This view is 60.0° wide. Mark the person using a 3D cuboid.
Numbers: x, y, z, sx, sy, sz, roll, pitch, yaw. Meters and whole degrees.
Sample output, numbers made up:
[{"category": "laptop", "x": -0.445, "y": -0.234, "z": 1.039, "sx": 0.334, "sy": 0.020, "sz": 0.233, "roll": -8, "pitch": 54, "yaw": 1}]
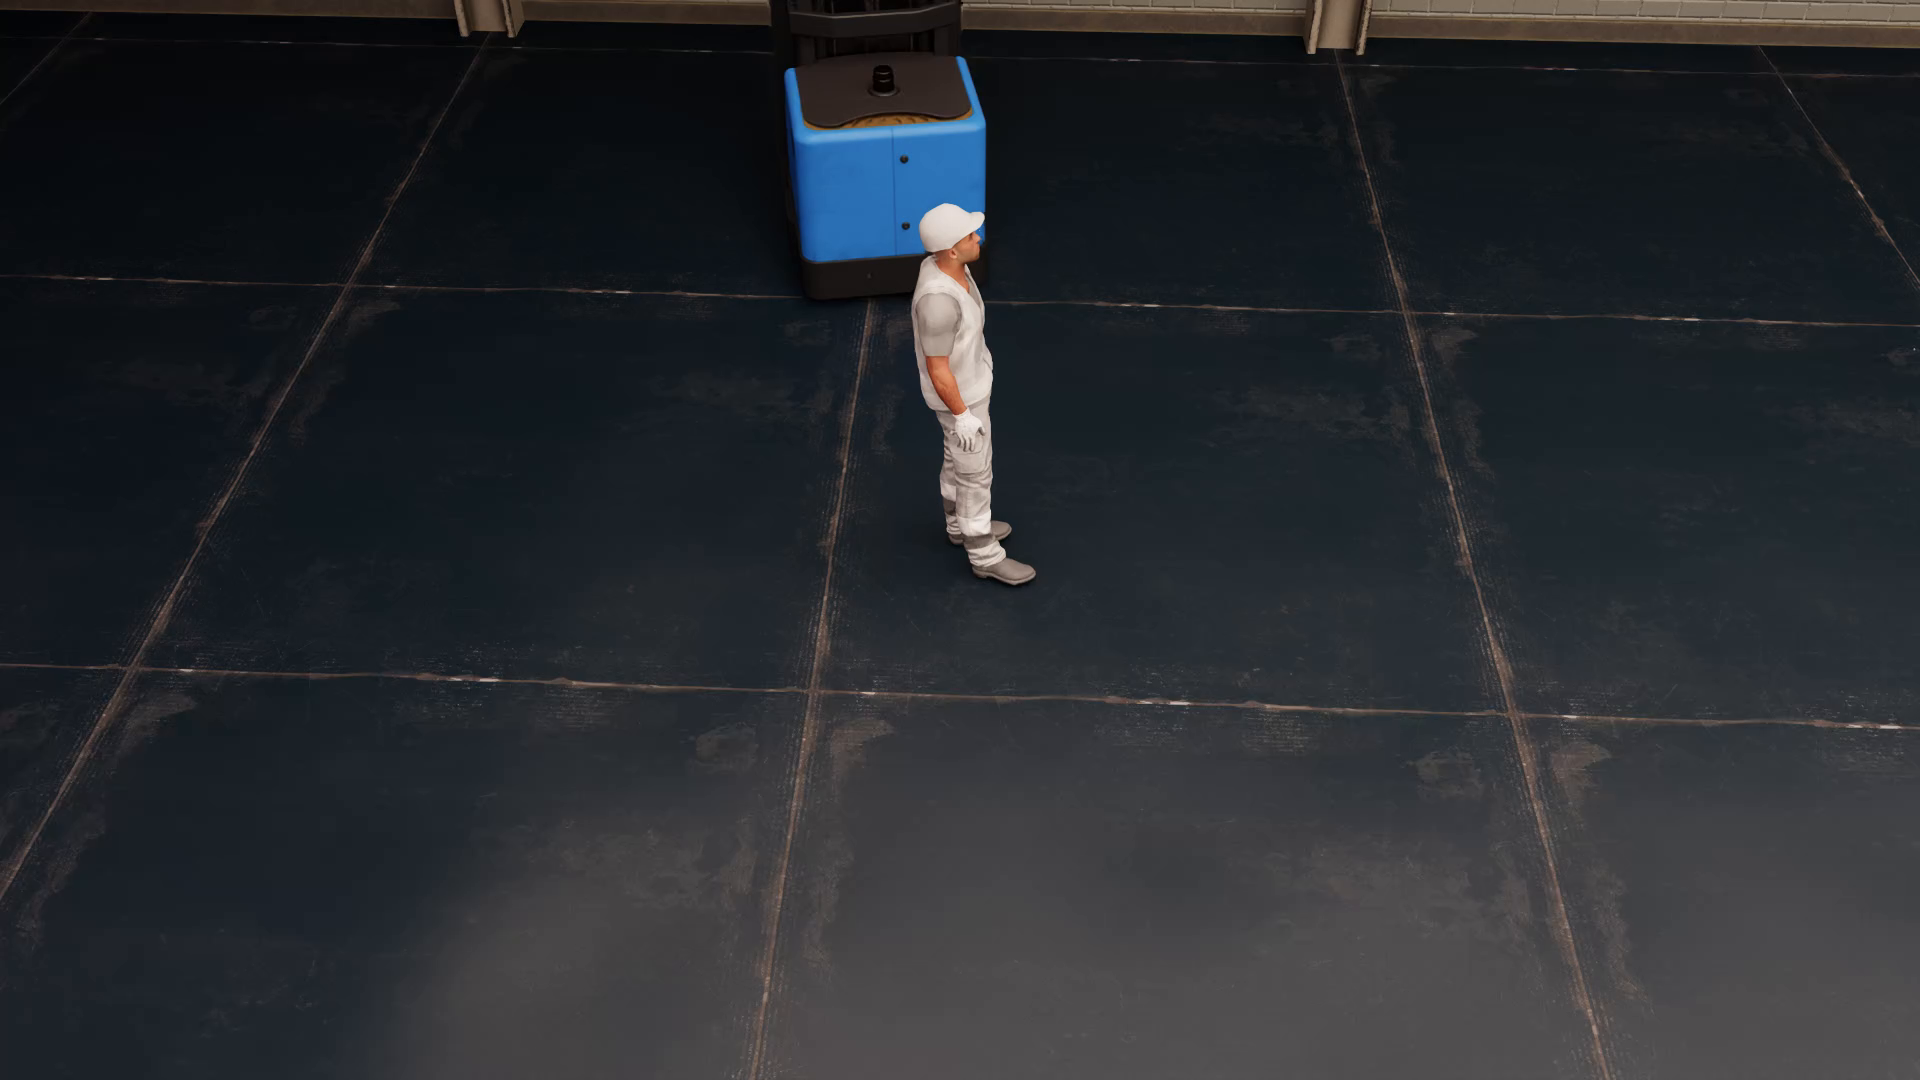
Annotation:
[{"category": "person", "x": 0.080, "y": -0.656, "z": 7.298, "sx": 0.562, "sy": 1.789, "sz": 0.638, "roll": 2, "pitch": 42, "yaw": 2}]

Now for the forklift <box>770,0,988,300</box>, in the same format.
[{"category": "forklift", "x": -0.576, "y": -3.422, "z": 9.491, "sx": 1.130, "sy": 2.935, "sz": 3.031, "roll": -6, "pitch": 43, "yaw": -6}]
